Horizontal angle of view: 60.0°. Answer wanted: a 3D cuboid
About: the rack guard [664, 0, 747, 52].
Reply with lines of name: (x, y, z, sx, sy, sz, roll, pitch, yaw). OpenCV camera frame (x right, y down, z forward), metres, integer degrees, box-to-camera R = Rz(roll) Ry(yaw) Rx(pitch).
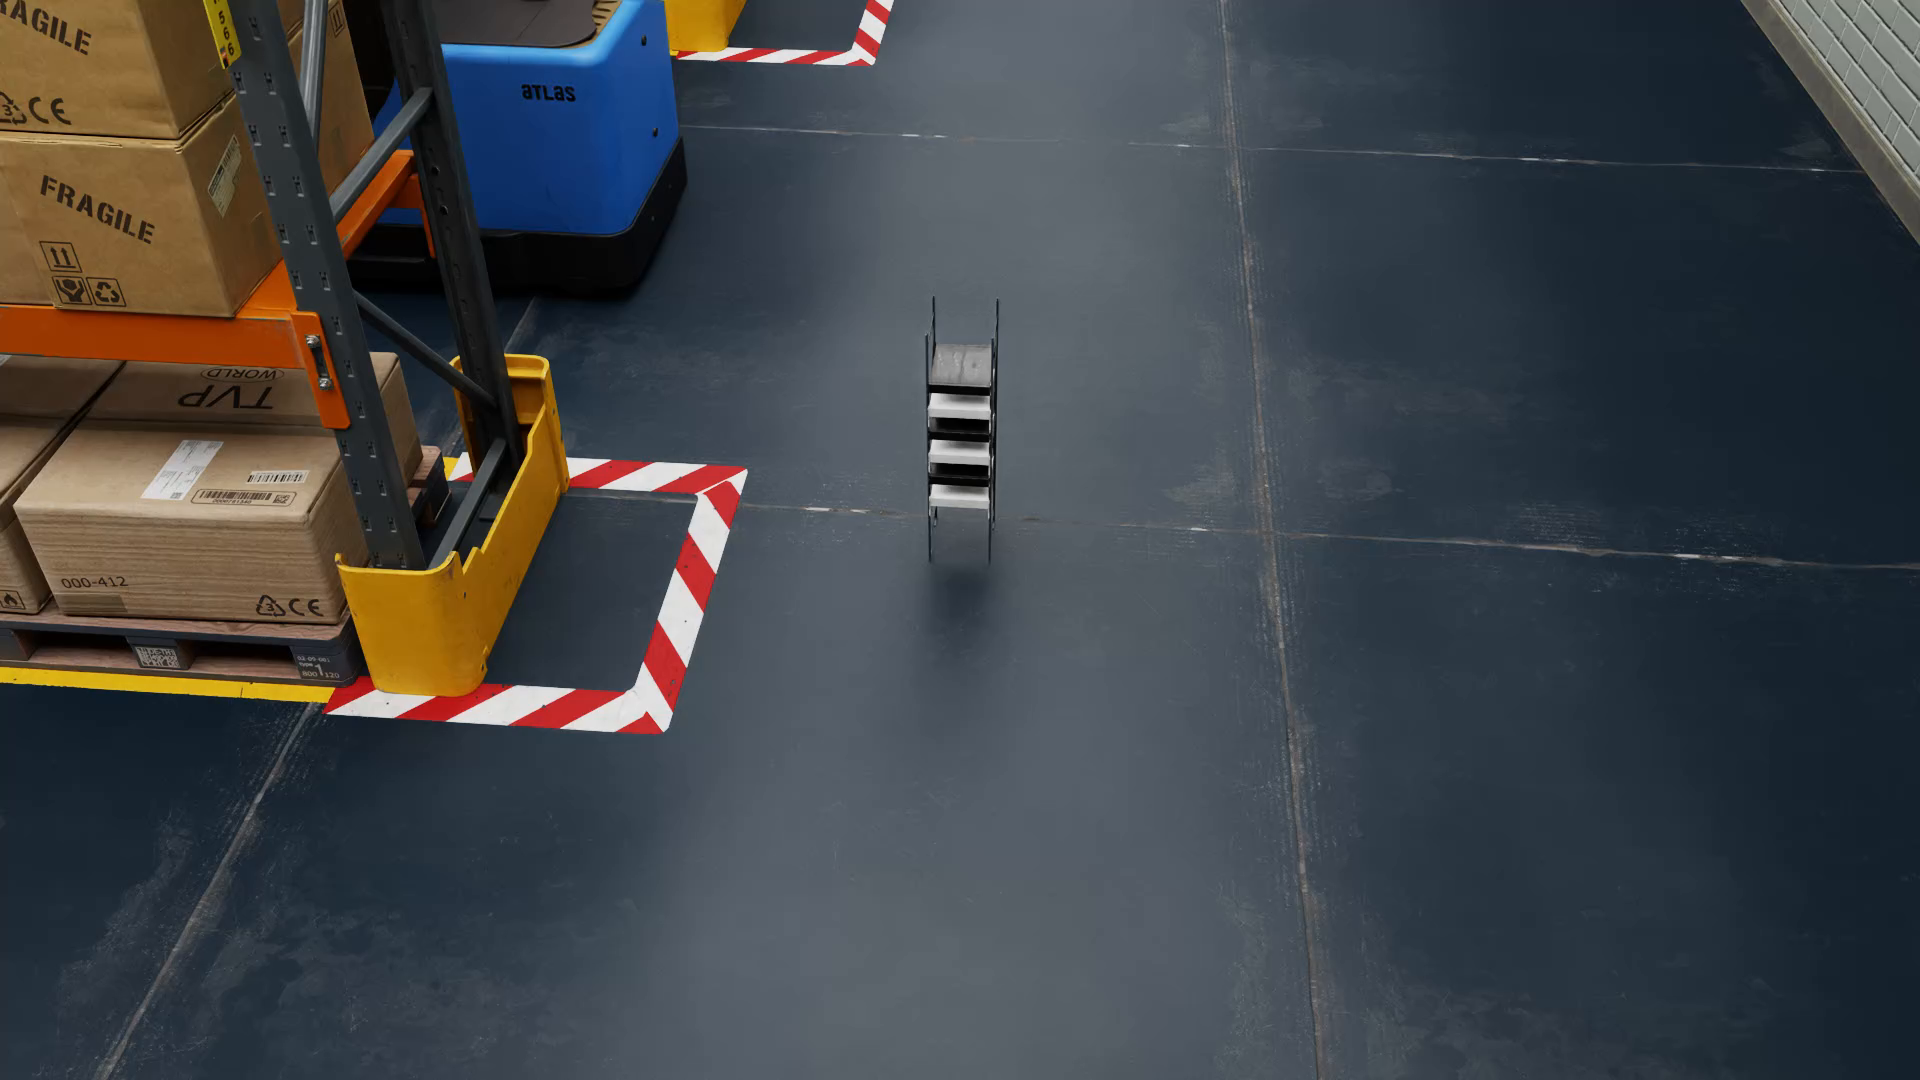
rack guard: (-1.397, -3.205, 9.291, 0.348, 0.500, 1.175, 3, 39, 4)

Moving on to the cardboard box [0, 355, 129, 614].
cardboard box: (-3.226, -0.238, 5.363, 0.875, 0.438, 0.875, 4, 39, 5)

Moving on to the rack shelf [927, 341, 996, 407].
rack shelf: (0.008, -0.532, 5.316, 0.200, 0.077, 0.258, 3, 39, 4)

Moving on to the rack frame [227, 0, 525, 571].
rack frame: (-1.647, -1.051, 4.665, 0.127, 3.000, 1.000, 3, 39, 4)

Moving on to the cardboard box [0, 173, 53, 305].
cardboard box: (-2.650, -0.987, 4.507, 0.500, 0.500, 0.500, 2, 39, 3)

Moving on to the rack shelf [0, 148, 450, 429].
rack shelf: (-3.640, -0.881, 5.026, 4.000, 0.370, 1.077, 3, 39, 4)

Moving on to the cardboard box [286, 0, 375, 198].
cardboard box: (-2.101, -1.297, 4.888, 0.500, 0.500, 0.500, 3, 39, 3)

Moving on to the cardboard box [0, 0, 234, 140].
cardboard box: (-2.148, -1.354, 4.167, 0.500, 0.500, 0.500, 4, 39, 5)

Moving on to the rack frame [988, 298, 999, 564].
rack frame: (0.109, -0.343, 5.459, 0.006, 0.900, 0.240, 3, 39, 4)

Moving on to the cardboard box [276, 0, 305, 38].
cardboard box: (-2.101, -1.683, 4.570, 0.500, 0.500, 0.500, 2, 39, 3)

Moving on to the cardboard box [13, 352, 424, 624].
cardboard box: (-2.314, -0.194, 5.309, 0.875, 0.438, 0.875, 2, 39, 2)

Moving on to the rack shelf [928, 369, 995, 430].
rack shelf: (0.008, -0.462, 5.373, 0.200, 0.077, 0.258, 3, 39, 4)

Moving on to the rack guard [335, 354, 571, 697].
rack guard: (-1.624, -0.081, 5.453, 0.348, 0.500, 1.175, 3, 39, 4)

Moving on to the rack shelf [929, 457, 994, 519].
rack shelf: (0.008, -0.183, 5.600, 0.200, 0.077, 0.258, 3, 39, 4)

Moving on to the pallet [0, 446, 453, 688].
pallet: (-2.451, 0.036, 5.539, 1.213, 0.211, 1.003, 3, 39, 4)

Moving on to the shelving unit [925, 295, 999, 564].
shelving unit: (0.008, -0.349, 5.465, 0.210, 0.900, 0.258, 3, 39, 4)

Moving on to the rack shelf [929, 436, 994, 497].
rack shelf: (0.008, -0.253, 5.543, 0.200, 0.077, 0.258, 3, 39, 4)

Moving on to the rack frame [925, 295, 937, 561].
rack frame: (-0.093, -0.354, 5.472, 0.006, 0.900, 0.240, 3, 39, 4)

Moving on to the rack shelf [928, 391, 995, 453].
rack shelf: (0.008, -0.392, 5.430, 0.200, 0.077, 0.258, 3, 39, 4)

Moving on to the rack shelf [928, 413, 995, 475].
rack shelf: (0.008, -0.323, 5.486, 0.200, 0.077, 0.258, 3, 39, 4)

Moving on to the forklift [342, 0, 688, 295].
forklift: (-2.805, -2.557, 6.570, 3.031, 2.935, 1.130, 4, 39, 5)

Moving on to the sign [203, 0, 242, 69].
sign: (-1.708, -1.252, 3.807, 0.005, 0.325, 0.100, 3, 39, 4)

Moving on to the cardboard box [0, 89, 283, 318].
cardboard box: (-2.151, -0.950, 4.462, 0.500, 0.500, 0.500, 3, 39, 4)
